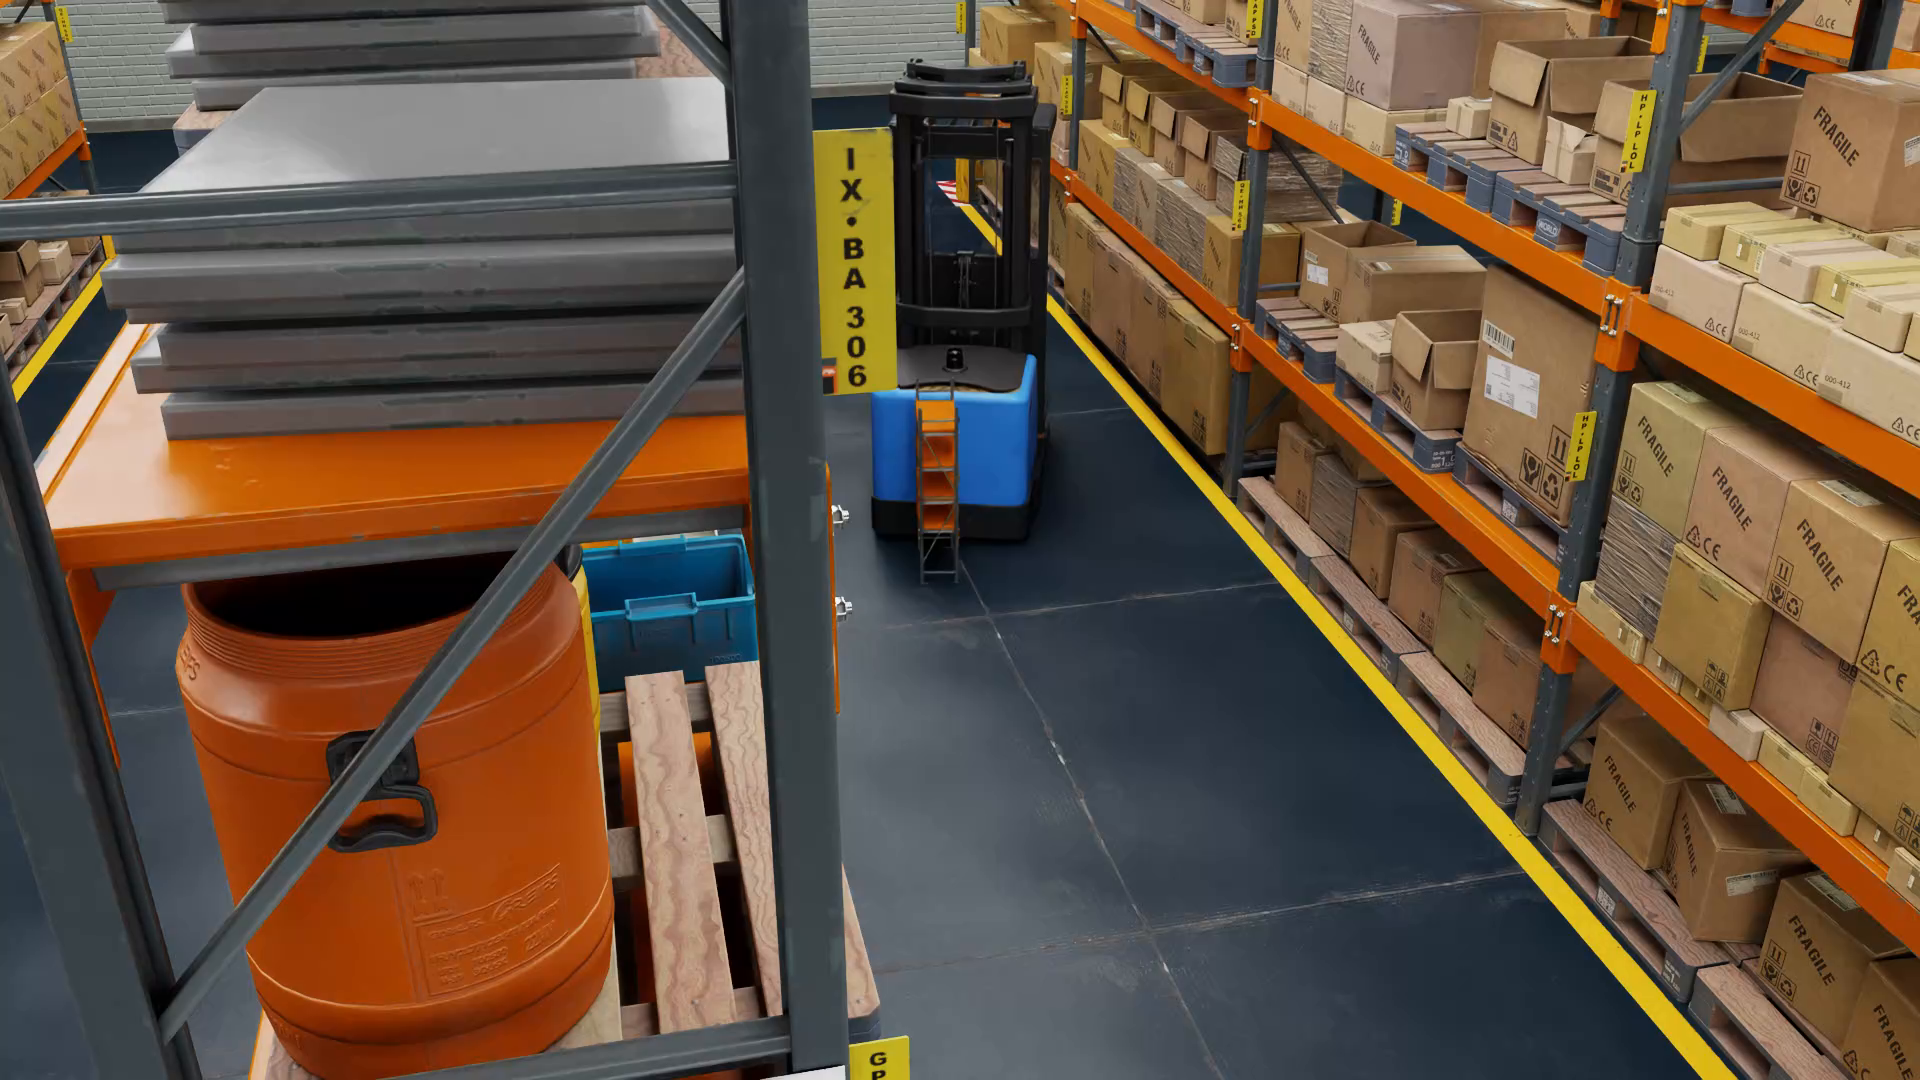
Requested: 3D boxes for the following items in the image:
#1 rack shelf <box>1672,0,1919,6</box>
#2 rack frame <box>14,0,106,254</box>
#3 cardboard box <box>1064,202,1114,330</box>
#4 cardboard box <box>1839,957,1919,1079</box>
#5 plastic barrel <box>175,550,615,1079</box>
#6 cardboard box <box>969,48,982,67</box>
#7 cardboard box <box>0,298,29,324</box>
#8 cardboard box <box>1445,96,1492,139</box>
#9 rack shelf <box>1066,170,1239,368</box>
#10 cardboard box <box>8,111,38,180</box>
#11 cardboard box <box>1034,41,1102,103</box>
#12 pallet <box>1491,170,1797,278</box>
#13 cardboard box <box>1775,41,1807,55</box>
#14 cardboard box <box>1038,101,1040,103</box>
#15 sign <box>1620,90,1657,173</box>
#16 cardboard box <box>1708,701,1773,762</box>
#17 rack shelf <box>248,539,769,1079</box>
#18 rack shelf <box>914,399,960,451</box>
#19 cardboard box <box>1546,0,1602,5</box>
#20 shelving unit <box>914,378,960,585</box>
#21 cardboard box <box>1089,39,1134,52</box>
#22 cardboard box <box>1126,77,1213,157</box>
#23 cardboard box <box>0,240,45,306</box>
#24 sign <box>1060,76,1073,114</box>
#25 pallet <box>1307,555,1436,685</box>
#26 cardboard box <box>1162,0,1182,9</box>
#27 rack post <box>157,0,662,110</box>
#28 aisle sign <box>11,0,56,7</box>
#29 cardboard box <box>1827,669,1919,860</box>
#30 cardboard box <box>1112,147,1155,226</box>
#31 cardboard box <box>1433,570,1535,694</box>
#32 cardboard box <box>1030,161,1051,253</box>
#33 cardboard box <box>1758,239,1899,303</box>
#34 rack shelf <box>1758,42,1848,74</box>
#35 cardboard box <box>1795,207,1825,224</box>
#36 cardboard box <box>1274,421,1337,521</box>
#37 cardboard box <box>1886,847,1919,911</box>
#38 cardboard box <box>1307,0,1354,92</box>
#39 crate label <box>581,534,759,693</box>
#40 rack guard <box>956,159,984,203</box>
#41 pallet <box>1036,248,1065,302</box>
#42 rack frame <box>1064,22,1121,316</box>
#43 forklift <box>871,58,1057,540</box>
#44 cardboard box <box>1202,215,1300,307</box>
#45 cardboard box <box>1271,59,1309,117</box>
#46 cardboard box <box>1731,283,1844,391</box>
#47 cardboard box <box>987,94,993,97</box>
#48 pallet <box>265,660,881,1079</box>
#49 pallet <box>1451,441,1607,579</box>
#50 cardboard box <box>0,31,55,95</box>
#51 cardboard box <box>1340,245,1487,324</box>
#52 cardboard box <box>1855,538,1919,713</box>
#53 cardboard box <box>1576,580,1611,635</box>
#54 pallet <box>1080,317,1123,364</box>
[{"bbox_3d":[3.710,-1.426,4.738,1.077,0.370,4.000,-6,27,-12],"label":"rack shelf"},{"bbox_3d":[-9.097,-4.212,16.113,1.000,3.000,0.127,-6,27,-12],"label":"rack frame"},{"bbox_3d":[1.621,-2.421,14.456,1.225,0.875,0.875,-6,27,-11],"label":"cardboard box"},{"bbox_3d":[3.746,1.924,6.263,0.500,0.500,0.500,-3,27,-7],"label":"cardboard box"},{"bbox_3d":[-0.898,0.391,2.720,0.600,0.830,0.708,-6,27,-12],"label":"plastic barrel"},{"bbox_3d":[0.400,-5.044,17.598,0.500,0.250,0.500,-7,28,-13],"label":"cardboard box"},{"bbox_3d":[-8.284,-1.973,14.333,0.380,0.166,0.250,-6,27,-12],"label":"cardboard box"},{"bbox_3d":[2.740,-2.184,8.559,0.380,0.166,0.250,-7,28,-13],"label":"cardboard box"},{"bbox_3d":[1.908,-2.262,13.047,1.077,0.370,4.000,-6,27,-12],"label":"rack shelf"},{"bbox_3d":[-8.390,-3.420,14.432,0.500,0.500,0.500,-6,27,-12],"label":"cardboard box"},{"bbox_3d":[0.984,-4.256,15.205,0.500,0.500,0.500,-6,27,-11],"label":"cardboard box"},{"bbox_3d":[3.224,-1.486,7.591,1.213,0.211,1.003,-6,27,-12],"label":"pallet"},{"bbox_3d":[10.039,-6.028,19.599,0.500,0.500,0.500,-6,27,-12],"label":"cardboard box"},{"bbox_3d":[0.983,-3.921,15.372,0.500,0.250,0.500,-5,27,-10],"label":"cardboard box"},{"bbox_3d":[2.720,-1.637,6.670,0.100,0.325,0.005,-6,27,-12],"label":"sign"},{"bbox_3d":[3.224,0.729,6.602,0.380,0.149,0.250,-6,27,-12],"label":"cardboard box"},{"bbox_3d":[-1.115,0.414,4.416,1.077,0.370,4.000,-6,27,-12],"label":"rack shelf"},{"bbox_3d":[-0.145,-0.719,10.317,0.258,0.148,0.480,-2,27,-3],"label":"rack shelf"},{"bbox_3d":[5.821,-4.949,16.022,0.500,0.500,0.500,-7,28,-13],"label":"cardboard box"},{"bbox_3d":[-0.145,-0.368,10.494,0.258,1.200,0.503,-2,27,-3],"label":"shelving unit"},{"bbox_3d":[1.495,-4.315,15.320,0.500,0.500,0.500,-6,27,-12],"label":"cardboard box"},{"bbox_3d":[1.752,-3.371,13.222,0.797,0.503,0.637,-6,27,-11],"label":"cardboard box"},{"bbox_3d":[-8.624,-2.363,14.731,0.797,0.503,0.637,-6,27,-12],"label":"cardboard box"},{"bbox_3d":[0.916,-3.826,14.298,0.100,0.325,0.005,-6,27,-12],"label":"sign"},{"bbox_3d":[2.804,0.418,10.034,1.003,0.211,1.213,-6,27,-12],"label":"pallet"},{"bbox_3d":[1.877,-4.172,12.124,0.797,0.503,0.637,-6,27,-12],"label":"cardboard box"},{"bbox_3d":[-1.132,-1.182,3.535,0.937,0.300,0.954,-6,27,-13],"label":"rack post"},{"bbox_3d":[-8.814,-5.434,15.649,0.394,0.787,0.004,-6,27,-12],"label":"aisle sign"},{"bbox_3d":[3.662,0.734,5.873,0.875,0.500,0.500,-6,27,-12],"label":"cardboard box"},{"bbox_3d":[1.543,-2.838,13.279,0.500,0.500,0.500,-7,28,-13],"label":"cardboard box"},{"bbox_3d":[3.053,0.488,9.087,0.700,0.500,0.500,-6,27,-12],"label":"cardboard box"},{"bbox_3d":[1.183,-3.393,16.381,0.875,0.875,0.875,-6,27,-12],"label":"cardboard box"},{"bbox_3d":[3.200,-0.993,6.130,0.380,0.149,0.250,-6,27,-11],"label":"cardboard box"},{"bbox_3d":[10.661,-5.024,18.519,1.077,0.370,4.000,-6,27,-12],"label":"rack shelf"},{"bbox_3d":[3.614,-1.286,6.710,0.380,0.149,0.250,-5,27,-10],"label":"cardboard box"},{"bbox_3d":[2.529,-0.493,11.030,0.700,0.500,0.500,-7,28,-14],"label":"cardboard box"},{"bbox_3d":[3.455,1.167,5.733,0.380,0.149,0.250,-6,27,-12],"label":"cardboard box"},{"bbox_3d":[2.324,-2.856,9.432,0.500,0.500,0.500,-6,27,-11],"label":"cardboard box"},{"bbox_3d":[-0.764,0.182,4.243,0.502,0.251,0.408,-6,27,-12],"label":"crate label"},{"bbox_3d":[0.550,-4.111,18.687,1.175,0.500,0.348,-6,27,-12],"label":"rack guard"},{"bbox_3d":[1.362,-2.558,15.930,1.003,0.211,1.213,-6,27,-12],"label":"pallet"},{"bbox_3d":[1.457,-3.461,14.624,1.000,3.000,0.127,-6,27,-12],"label":"rack frame"},{"bbox_3d":[0.088,-1.945,11.697,1.130,2.935,3.031,3,27,6],"label":"forklift"},{"bbox_3d":[2.006,-1.941,11.502,0.500,0.500,0.500,-5,27,-10],"label":"cardboard box"},{"bbox_3d":[2.216,-2.745,10.043,0.500,0.250,0.500,-5,27,-11],"label":"cardboard box"},{"bbox_3d":[3.236,-0.766,6.122,0.500,0.250,0.500,-6,27,-12],"label":"cardboard box"},{"bbox_3d":[0.491,-4.576,17.113,0.380,0.149,0.250,-6,27,-12],"label":"cardboard box"},{"bbox_3d":[-0.756,0.682,3.296,1.003,0.211,1.213,-6,27,-12],"label":"pallet"},{"bbox_3d":[3.229,-0.213,8.403,1.003,0.211,1.213,-6,27,-12],"label":"pallet"},{"bbox_3d":[-8.614,-4.314,15.095,0.500,0.500,0.500,-5,27,-10],"label":"cardboard box"},{"bbox_3d":[2.742,-1.469,10.101,0.700,0.500,0.500,-2,27,-4],"label":"cardboard box"},{"bbox_3d":[3.463,0.308,5.606,0.500,0.500,0.500,-6,27,-12],"label":"cardboard box"},{"bbox_3d":[3.015,0.288,7.475,0.380,0.149,0.250,-6,27,-12],"label":"cardboard box"},{"bbox_3d":[1.704,-1.885,14.596,1.003,0.211,1.213,-6,27,-12],"label":"pallet"}]
